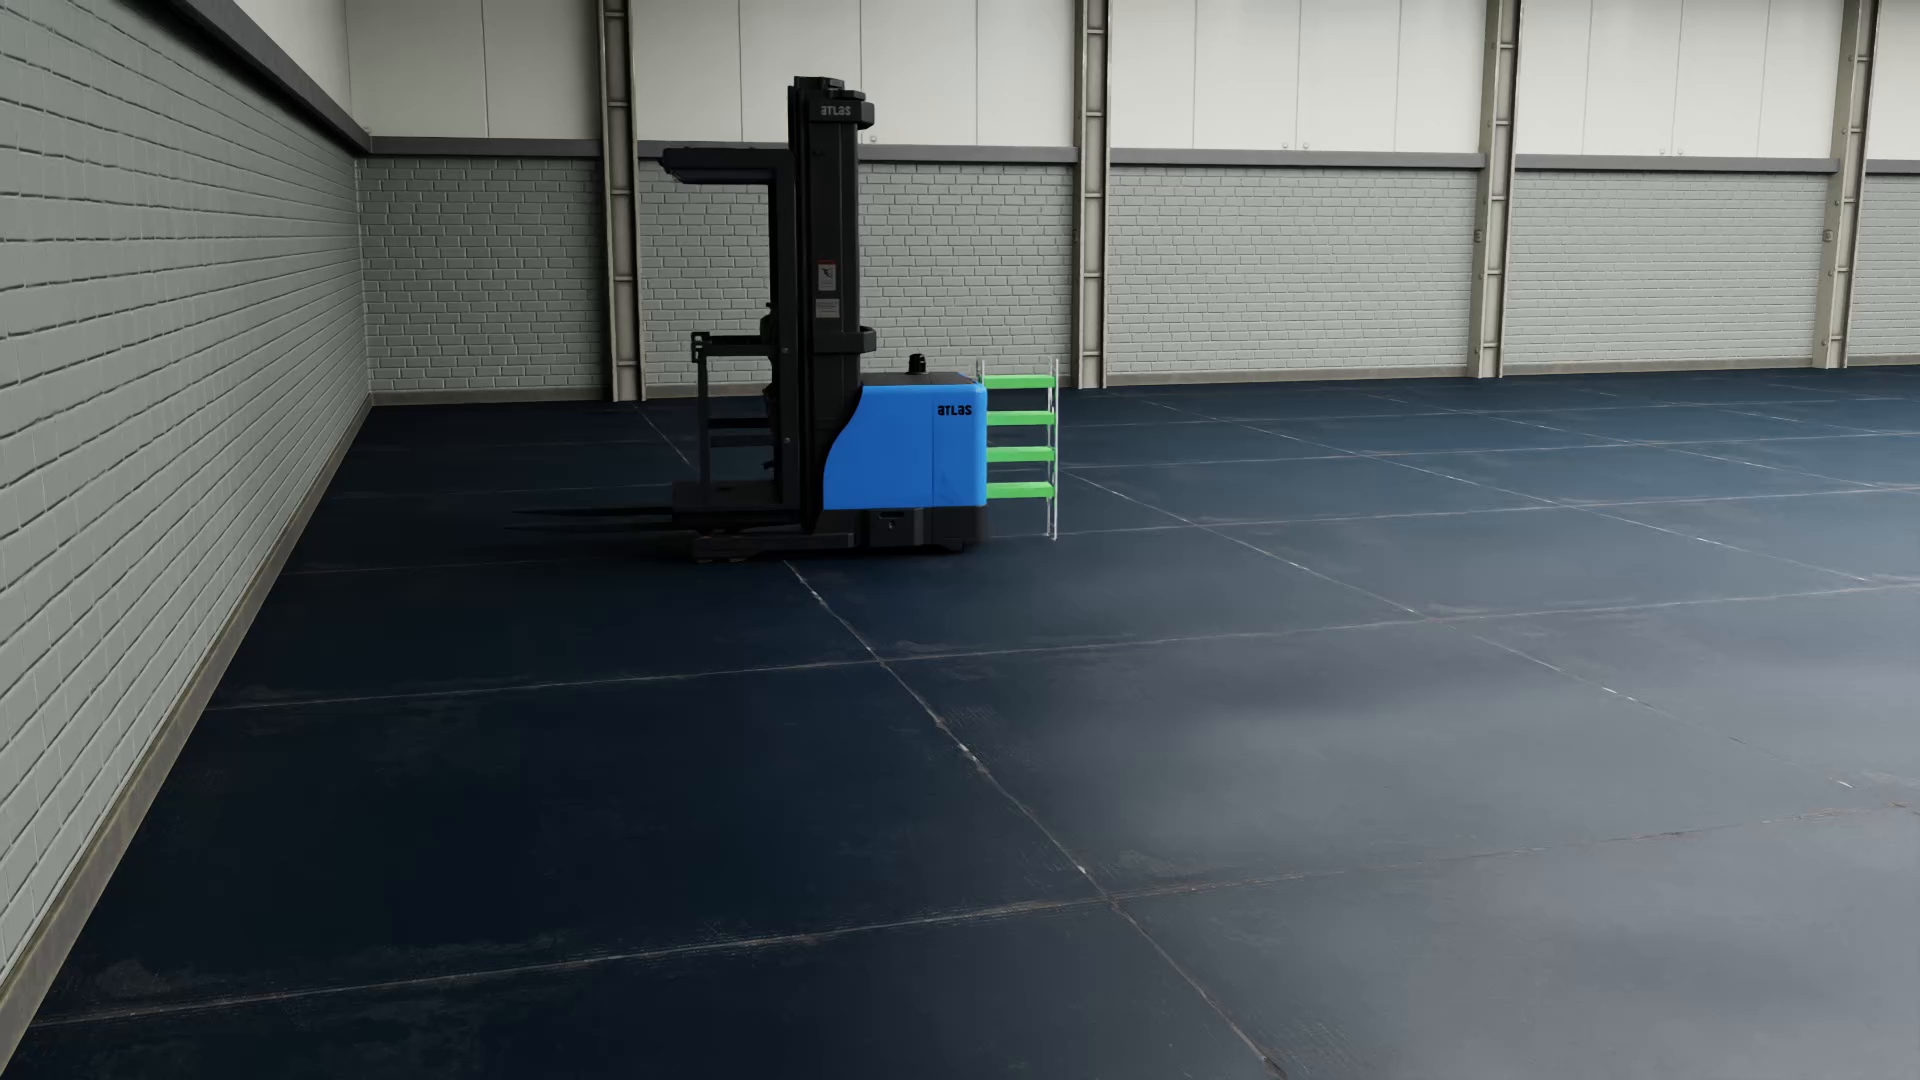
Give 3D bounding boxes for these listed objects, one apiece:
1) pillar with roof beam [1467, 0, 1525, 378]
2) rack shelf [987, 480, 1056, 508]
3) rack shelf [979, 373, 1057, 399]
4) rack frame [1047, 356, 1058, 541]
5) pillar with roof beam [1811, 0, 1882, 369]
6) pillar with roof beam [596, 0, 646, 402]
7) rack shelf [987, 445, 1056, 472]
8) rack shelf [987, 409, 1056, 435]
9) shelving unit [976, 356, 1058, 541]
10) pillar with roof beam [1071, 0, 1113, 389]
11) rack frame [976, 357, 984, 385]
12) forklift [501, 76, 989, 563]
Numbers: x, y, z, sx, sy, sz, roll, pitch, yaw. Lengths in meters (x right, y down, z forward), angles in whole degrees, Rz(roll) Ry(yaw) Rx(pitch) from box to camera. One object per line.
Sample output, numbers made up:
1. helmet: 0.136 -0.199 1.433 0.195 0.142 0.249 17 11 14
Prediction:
1. pillar with roof beam: 8.664 -6.000 18.786 0.400 9.000 9.100 -3 11 -16
2. rack shelf: 0.373 -0.301 11.044 0.480 0.148 0.258 -2 11 -9
3. rack shelf: 0.373 -1.009 10.914 0.480 0.148 0.258 -2 11 -9
4. rack frame: 0.614 -0.606 11.027 0.015 1.200 0.240 -2 11 -9
5. pillar with roof beam: 14.424 -6.304 20.435 0.400 9.000 9.100 -3 11 -16
6. pillar with roof beam: -2.858 -5.393 15.487 0.400 9.000 9.100 -3 11 -16
7. rack shelf: 0.373 -0.537 11.001 0.480 0.148 0.258 -2 11 -9
8. rack shelf: 0.373 -0.773 10.957 0.480 0.148 0.258 -2 11 -9
9. shelving unit: 0.373 -0.600 10.989 0.503 1.200 0.258 -2 11 -9
10. pillar with roof beam: 2.903 -5.697 17.136 0.400 9.000 9.100 -3 11 -16
11. rack frame: 0.132 -0.593 10.951 0.015 1.200 0.240 -2 11 -9
12. forklift: -1.380 -1.402 10.565 3.031 2.935 1.130 -2 11 -9
